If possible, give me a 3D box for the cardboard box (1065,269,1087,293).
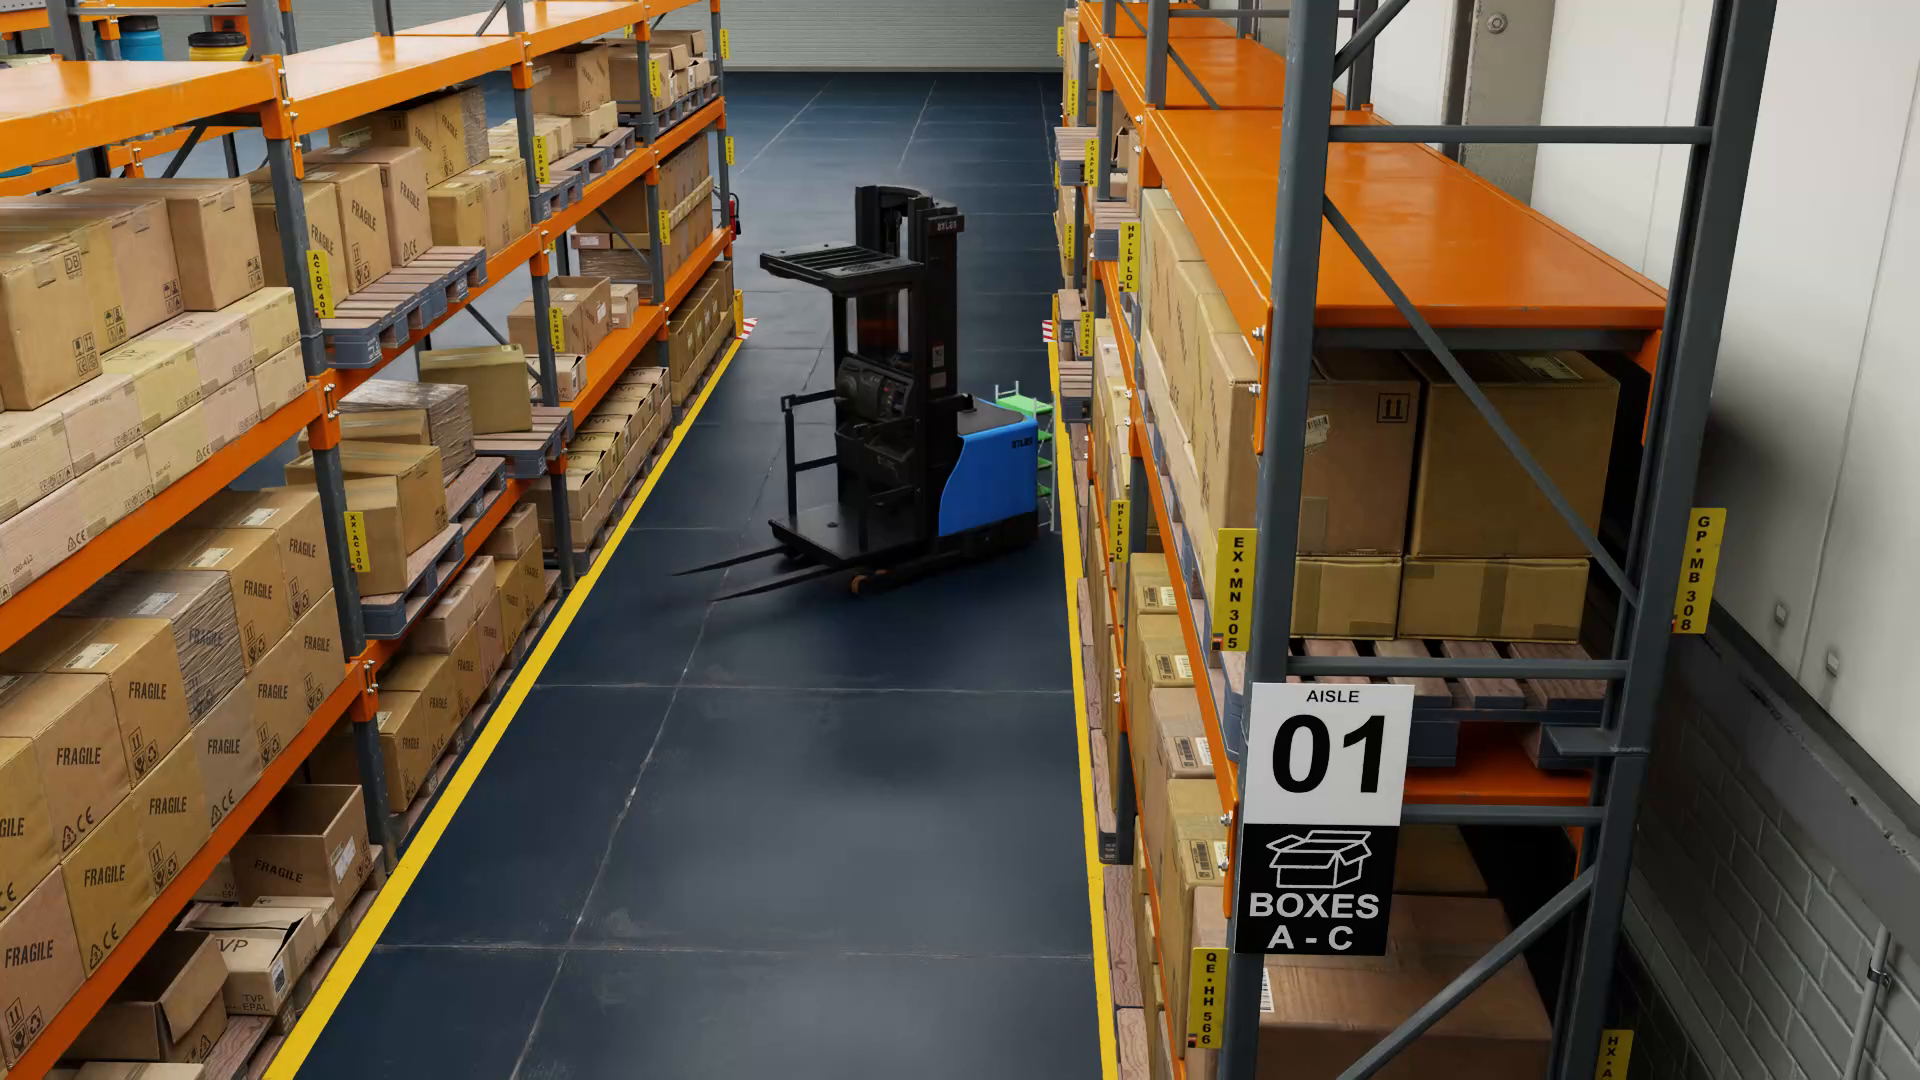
[{"bbox_3d":[1.296,-2.542,16.408,0.500,0.250,0.500,1,21,2],"label":"cardboard box"}]

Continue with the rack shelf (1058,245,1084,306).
[{"bbox_3d":[1.645,-2.816,17.928,1.077,0.370,4.000,1,21,2],"label":"rack shelf"}]

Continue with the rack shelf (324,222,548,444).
[{"bbox_3d":[-3.550,-1.375,10.068,1.077,0.370,4.000,1,21,2],"label":"rack shelf"}]

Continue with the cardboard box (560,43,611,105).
[{"bbox_3d":[-3.425,-4.133,14.770,0.500,0.500,0.500,1,21,2],"label":"cardboard box"}]

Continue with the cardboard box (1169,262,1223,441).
[{"bbox_3d":[1.003,-0.647,5.649,0.500,0.500,0.500,0,21,-1],"label":"cardboard box"}]

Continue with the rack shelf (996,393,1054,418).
[{"bbox_3d":[0.543,-1.071,13.774,0.258,0.148,0.480,-16,26,-35],"label":"rack shelf"}]

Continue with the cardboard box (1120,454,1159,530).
[{"bbox_3d":[1.100,-0.252,8.711,0.500,0.250,0.500,1,21,3],"label":"cardboard box"}]

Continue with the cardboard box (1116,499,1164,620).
[{"bbox_3d":[1.103,0.100,8.841,0.500,0.500,0.500,0,21,1],"label":"cardboard box"}]

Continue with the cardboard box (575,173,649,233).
[{"bbox_3d":[-3.360,-3.293,16.232,0.700,0.500,0.500,1,21,2],"label":"cardboard box"}]

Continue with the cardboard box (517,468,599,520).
[{"bbox_3d":[-3.179,-0.397,13.143,0.500,0.311,0.500,1,21,3],"label":"cardboard box"}]

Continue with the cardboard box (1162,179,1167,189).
[{"bbox_3d":[1.430,-1.705,9.177,0.700,0.500,0.500,0,21,1],"label":"cardboard box"}]

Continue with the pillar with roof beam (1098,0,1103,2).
[{"bbox_3d":[-1.206,-12.964,34.795,9.100,9.000,0.400,1,21,2],"label":"pillar with roof beam"}]

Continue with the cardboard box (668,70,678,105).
[{"bbox_3d":[-3.072,-4.474,16.408,0.500,0.311,0.500,-1,21,-1],"label":"cardboard box"}]

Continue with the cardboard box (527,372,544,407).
[{"bbox_3d":[-3.434,-1.125,12.698,0.500,0.311,0.500,2,21,5],"label":"cardboard box"}]

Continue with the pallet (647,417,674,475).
[{"bbox_3d":[-3.350,-0.915,15.888,1.003,0.211,1.213,1,21,2],"label":"pallet"}]

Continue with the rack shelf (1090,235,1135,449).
[{"bbox_3d":[1.402,-1.322,9.931,1.077,0.370,4.000,1,21,2],"label":"rack shelf"}]

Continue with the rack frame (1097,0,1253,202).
[{"bbox_3d":[1.463,-3.779,11.122,1.000,3.000,0.127,1,21,2],"label":"rack frame"}]

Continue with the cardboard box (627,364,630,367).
[{"bbox_3d":[-3.545,-2.096,17.261,0.500,0.500,0.500,1,21,2],"label":"cardboard box"}]

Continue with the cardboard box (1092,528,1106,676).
[{"bbox_3d":[1.276,0.405,11.022,0.750,0.750,0.750,1,21,1],"label":"cardboard box"}]

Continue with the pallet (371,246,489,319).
[{"bbox_3d":[-3.492,-1.510,9.680,1.213,0.211,1.003,1,21,2],"label":"pallet"}]

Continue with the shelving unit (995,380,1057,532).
[{"bbox_3d":[0.543,-0.683,13.924,0.258,1.200,0.503,-16,26,-35],"label":"shelving unit"}]

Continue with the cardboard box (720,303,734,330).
[{"bbox_3d":[-2.966,-2.645,19.712,0.500,0.250,0.500,1,21,2],"label":"cardboard box"}]

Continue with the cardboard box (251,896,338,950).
[{"bbox_3d":[-3.296,1.880,8.162,0.380,0.149,0.250,1,21,2],"label":"cardboard box"}]

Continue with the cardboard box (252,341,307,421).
[{"bbox_3d":[-3.359,-0.739,7.640,0.500,0.250,0.500,1,21,2],"label":"cardboard box"}]

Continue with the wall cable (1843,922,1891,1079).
[{"bbox_3d":[2.126,1.910,3.348,0.084,1.984,1.851,1,21,2],"label":"wall cable"}]

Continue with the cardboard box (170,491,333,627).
[{"bbox_3d":[-3.367,0.084,7.939,0.500,0.500,0.500,1,21,2],"label":"cardboard box"}]

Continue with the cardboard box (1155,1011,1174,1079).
[{"bbox_3d":[1.171,2.263,6.718,0.700,0.500,0.500,0,21,0],"label":"cardboard box"}]

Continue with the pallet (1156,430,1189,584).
[{"bbox_3d":[1.266,-0.157,6.057,1.003,0.211,1.213,1,21,2],"label":"pallet"}]

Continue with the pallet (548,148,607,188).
[{"bbox_3d":[-3.526,-2.996,13.512,1.003,0.211,1.213,2,21,4],"label":"pallet"}]

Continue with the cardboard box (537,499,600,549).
[{"bbox_3d":[-3.179,-0.135,13.245,0.500,0.250,0.500,1,21,1],"label":"cardboard box"}]

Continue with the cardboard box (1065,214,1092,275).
[{"bbox_3d":[1.290,-2.892,16.271,0.500,0.500,0.500,1,21,1],"label":"cardboard box"}]

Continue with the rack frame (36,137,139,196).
[{"bbox_3d":[-8.318,-2.537,16.215,1.000,3.000,0.127,1,21,2],"label":"rack frame"}]

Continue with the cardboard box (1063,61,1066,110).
[{"bbox_3d":[1.394,-5.017,18.293,0.500,0.500,0.500,2,21,5],"label":"cardboard box"}]

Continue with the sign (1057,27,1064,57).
[{"bbox_3d":[1.164,-5.686,18.976,0.100,0.325,0.005,1,21,2],"label":"sign"}]

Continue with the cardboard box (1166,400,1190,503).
[{"bbox_3d":[1.002,-0.305,5.803,0.500,0.250,0.500,0,21,0],"label":"cardboard box"}]

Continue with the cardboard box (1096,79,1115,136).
[{"bbox_3d":[1.488,-3.872,14.790,0.500,0.500,0.500,4,22,9],"label":"cardboard box"}]

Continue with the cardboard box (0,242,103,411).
[{"bbox_3d":[-3.616,-0.781,6.022,0.700,0.500,0.500,1,21,2],"label":"cardboard box"}]

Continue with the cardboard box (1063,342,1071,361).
[{"bbox_3d":[1.505,-2.194,18.179,0.700,0.500,0.500,-1,21,-2],"label":"cardboard box"}]

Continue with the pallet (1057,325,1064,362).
[{"bbox_3d":[1.644,-2.254,19.339,1.003,0.211,1.213,1,21,2],"label":"pallet"}]

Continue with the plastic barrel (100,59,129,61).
[{"bbox_3d":[-8.109,-4.337,15.972,0.421,0.512,0.421,0,21,0],"label":"plastic barrel"}]

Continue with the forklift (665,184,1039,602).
[{"bbox_3d":[-0.829,-1.148,12.729,3.031,2.935,1.130,-16,26,-35],"label":"forklift"}]

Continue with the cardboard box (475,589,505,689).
[{"bbox_3d":[-3.308,0.643,10.867,0.500,0.500,0.500,0,21,0],"label":"cardboard box"}]

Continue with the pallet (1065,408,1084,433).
[{"bbox_3d":[1.570,-1.372,17.065,1.003,0.211,1.213,1,21,2],"label":"pallet"}]

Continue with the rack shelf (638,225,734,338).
[{"bbox_3d":[-3.306,-2.869,18.065,1.077,0.370,4.000,1,21,2],"label":"rack shelf"}]

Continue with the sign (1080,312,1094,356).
[{"bbox_3d":[0.920,-1.488,12.018,0.100,0.325,0.005,1,21,2],"label":"sign"}]

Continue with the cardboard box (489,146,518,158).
[{"bbox_3d":[-3.531,-2.724,12.177,0.500,0.250,0.500,-1,21,-2],"label":"cardboard box"}]

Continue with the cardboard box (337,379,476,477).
[{"bbox_3d":[-3.614,-0.720,10.813,0.700,0.500,0.500,5,22,12],"label":"cardboard box"}]

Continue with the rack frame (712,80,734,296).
[{"bbox_3d":[-3.245,-3.928,19.799,1.000,3.000,0.127,1,21,2],"label":"rack frame"}]

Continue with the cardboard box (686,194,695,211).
[{"bbox_3d":[-3.105,-3.668,18.095,0.380,0.149,0.250,1,21,3],"label":"cardboard box"}]

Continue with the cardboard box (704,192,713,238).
[{"bbox_3d":[-3.272,-3.806,19.346,0.700,0.500,0.500,1,21,2],"label":"cardboard box"}]

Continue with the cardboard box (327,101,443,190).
[{"bbox_3d":[-3.539,-2.420,10.245,0.500,0.500,0.500,1,21,2],"label":"cardboard box"}]

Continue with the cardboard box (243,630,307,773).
[{"bbox_3d":[-3.383,0.734,7.645,0.500,0.500,0.500,1,21,3],"label":"cardboard box"}]
